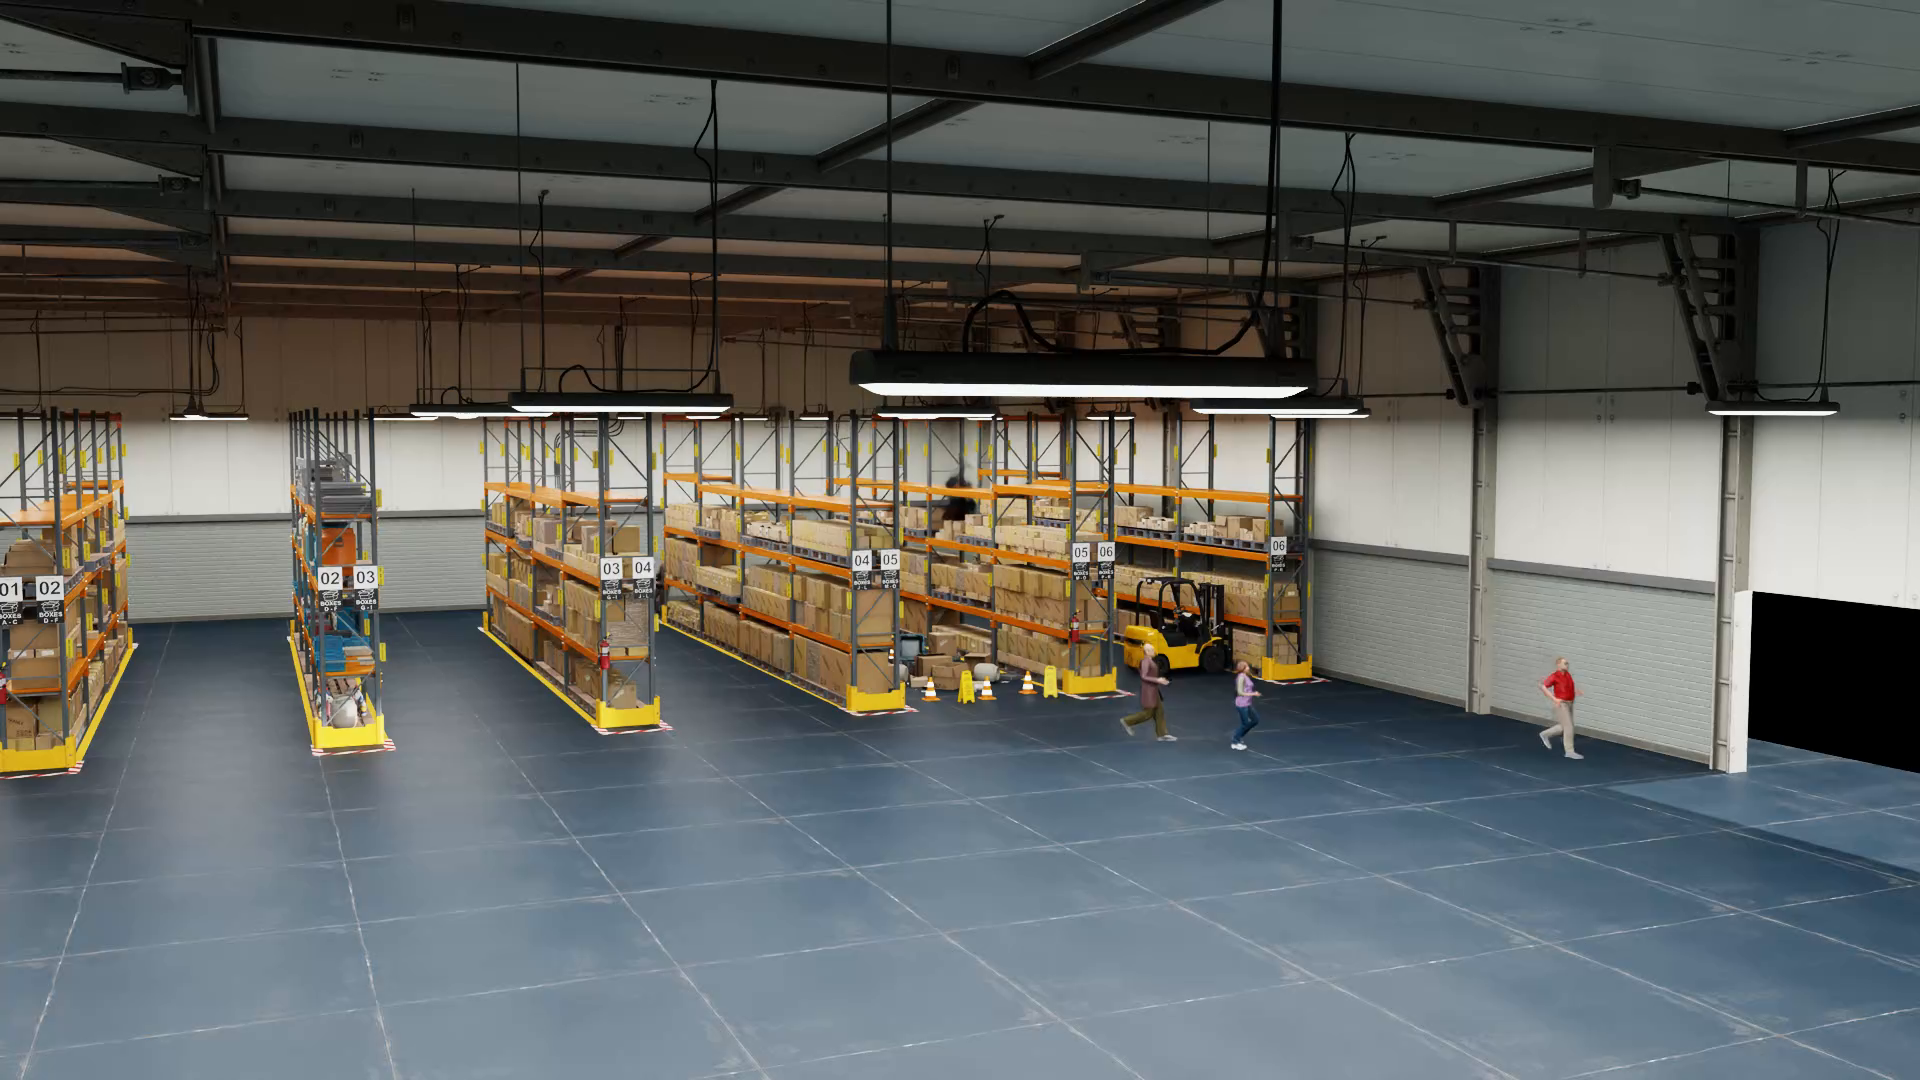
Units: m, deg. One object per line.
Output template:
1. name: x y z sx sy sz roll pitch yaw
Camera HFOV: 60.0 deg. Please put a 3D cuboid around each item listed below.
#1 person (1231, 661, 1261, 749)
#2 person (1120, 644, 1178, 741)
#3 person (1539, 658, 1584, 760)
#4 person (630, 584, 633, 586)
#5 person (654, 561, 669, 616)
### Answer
1. person: 5.024 2.889 29.122 0.555 1.559 0.522 2 4 23
2. person: 3.397 2.780 29.828 1.031 1.669 0.712 1 4 16
3. person: 10.330 2.866 28.570 0.676 1.696 0.907 -3 5 -40
4. person: -9.480 1.480 48.693 0.569 1.681 0.739 -2 4 -21
5. person: -8.787 1.461 48.966 0.660 1.739 0.671 -4 5 -43
